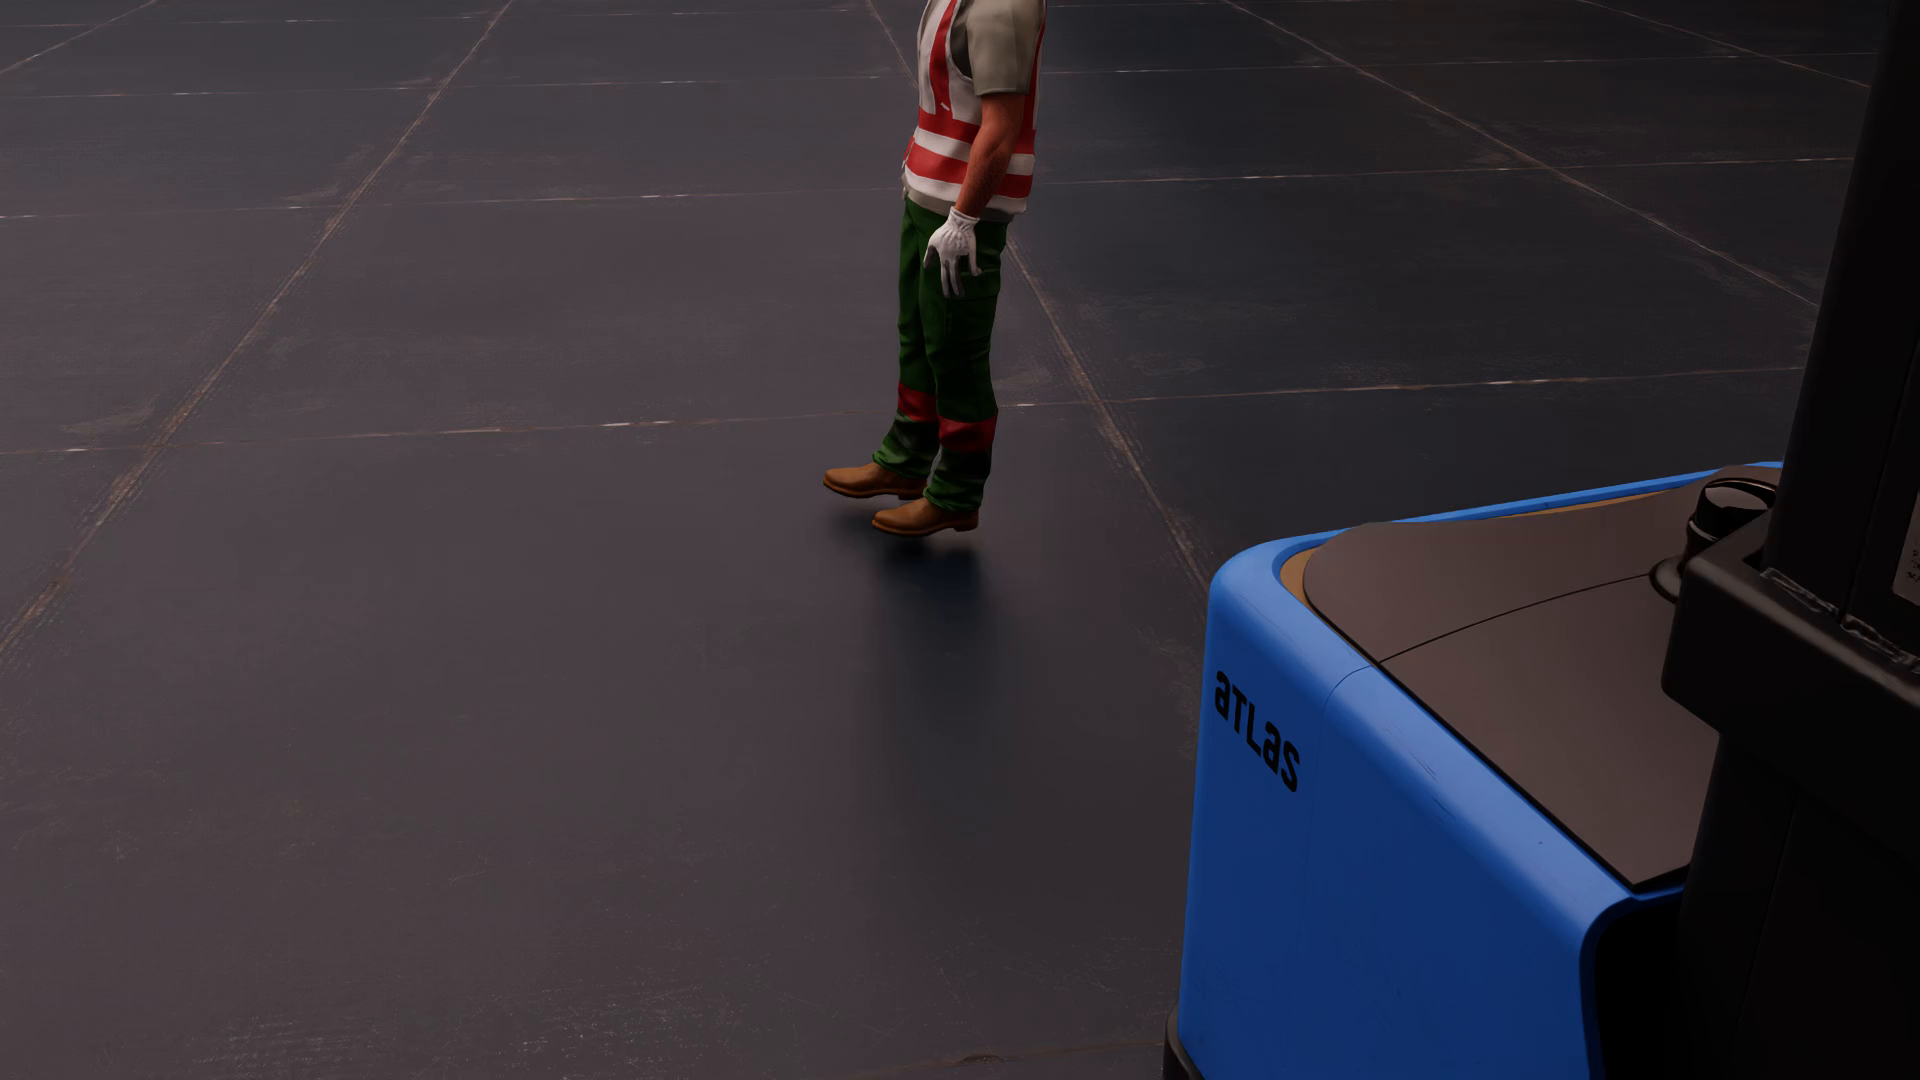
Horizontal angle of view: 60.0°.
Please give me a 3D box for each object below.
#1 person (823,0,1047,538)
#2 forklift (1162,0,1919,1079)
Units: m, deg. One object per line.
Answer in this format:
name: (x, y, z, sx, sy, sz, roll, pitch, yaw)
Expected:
person: (-0.081, -0.848, 4.197, 0.561, 1.789, 0.638, -3, 26, -7)
forklift: (1.261, 0.191, 0.834, 1.130, 2.935, 3.031, -9, 27, -17)
